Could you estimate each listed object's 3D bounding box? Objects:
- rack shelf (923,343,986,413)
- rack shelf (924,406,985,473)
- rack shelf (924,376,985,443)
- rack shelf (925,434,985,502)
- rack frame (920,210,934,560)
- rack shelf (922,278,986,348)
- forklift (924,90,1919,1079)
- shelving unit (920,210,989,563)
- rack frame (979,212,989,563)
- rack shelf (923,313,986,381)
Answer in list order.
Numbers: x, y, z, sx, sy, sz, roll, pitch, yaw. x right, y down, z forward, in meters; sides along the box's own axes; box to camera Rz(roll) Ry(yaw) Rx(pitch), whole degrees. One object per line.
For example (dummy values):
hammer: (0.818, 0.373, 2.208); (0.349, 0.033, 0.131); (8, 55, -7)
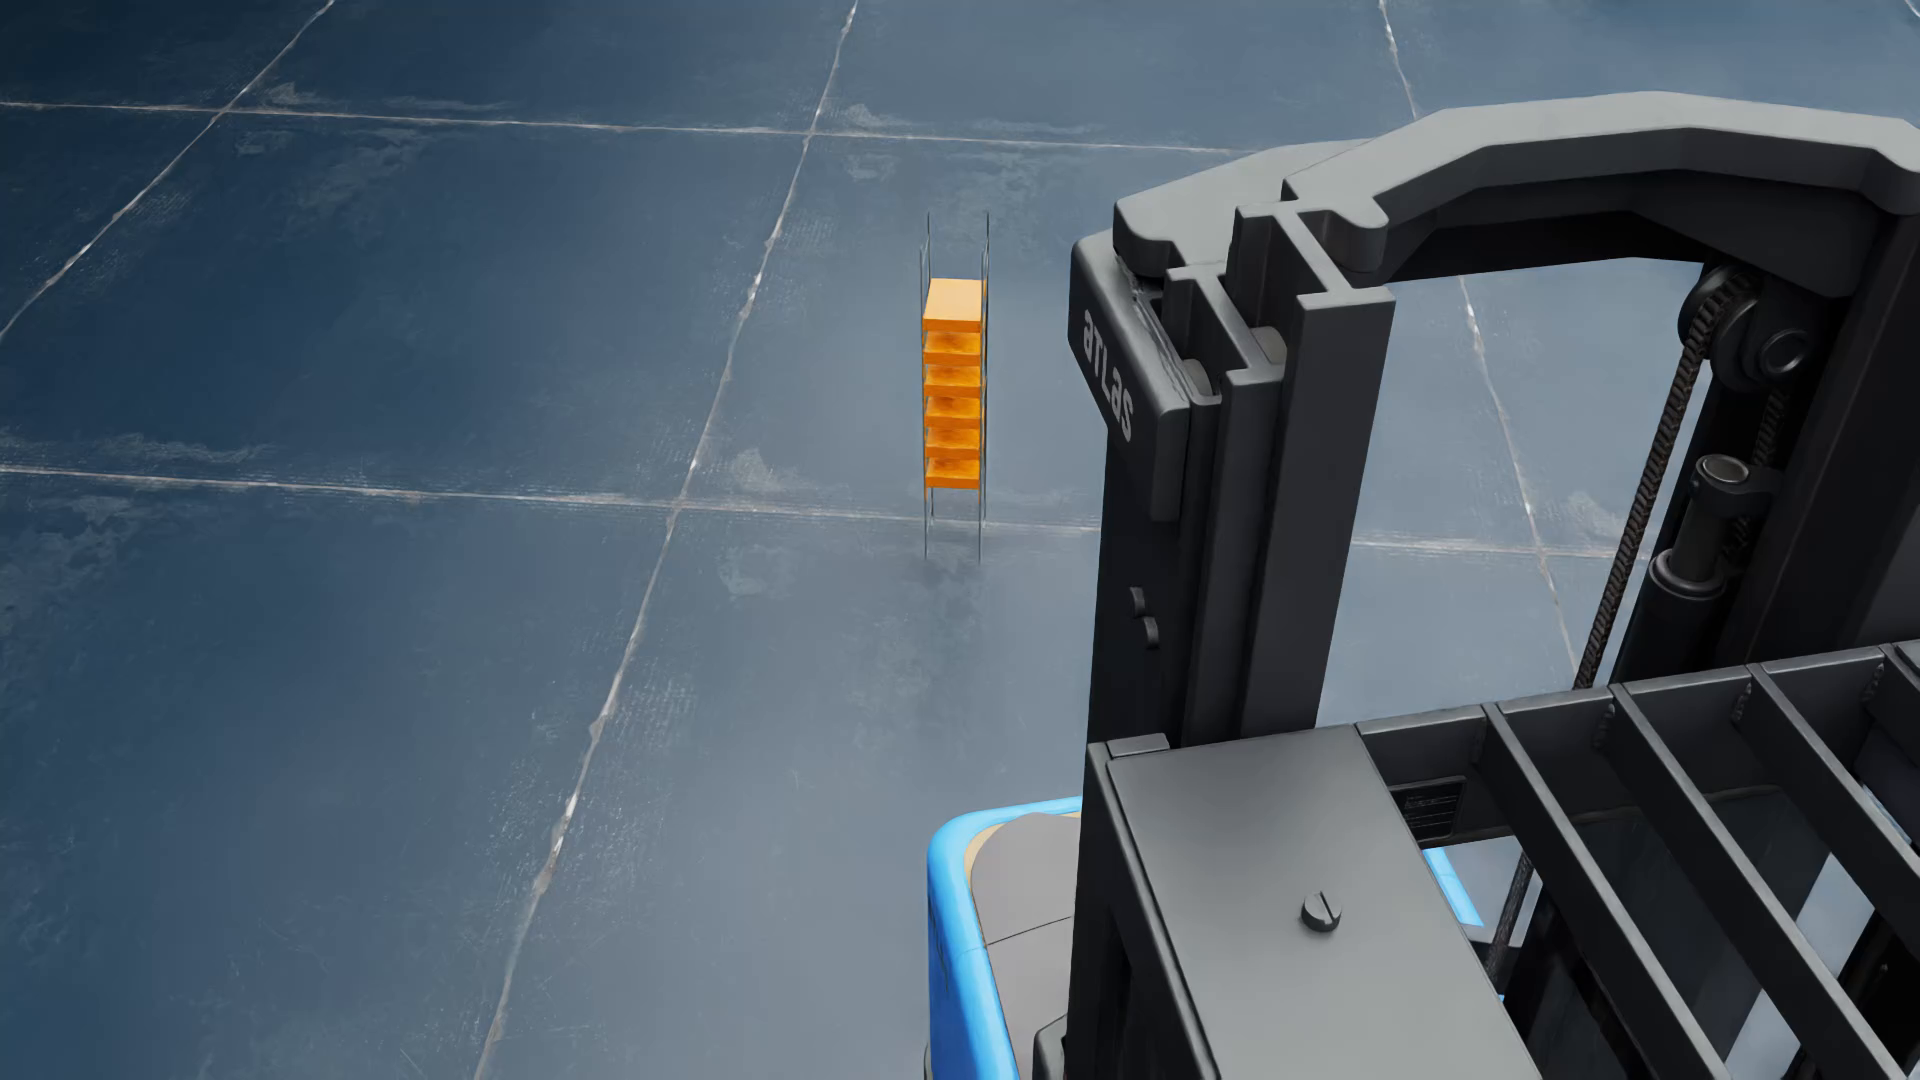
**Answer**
rack shelf: (-0.014, -0.525, 5.324); (0.180, 0.103, 0.258); (3, 39, 4)
rack shelf: (-0.014, -0.339, 5.476); (0.180, 0.103, 0.258); (3, 39, 4)
rack shelf: (-0.014, -0.432, 5.400); (0.180, 0.103, 0.258); (3, 39, 4)
rack shelf: (-0.014, -0.246, 5.552); (0.180, 0.103, 0.258); (3, 39, 4)
rack frame: (-0.106, -0.471, 5.378); (0.006, 1.200, 0.240); (3, 39, 4)
rack shelf: (-0.014, -0.711, 5.173); (0.180, 0.103, 0.258); (3, 39, 4)
forklift: (0.709, 1.111, 2.063); (1.130, 2.935, 3.031); (-7, 40, -9)
shelving unit: (-0.014, -0.466, 5.372); (0.189, 1.200, 0.258); (3, 39, 4)
rack frame: (0.077, -0.461, 5.366); (0.006, 1.200, 0.240); (3, 39, 4)
rack shelf: (-0.014, -0.618, 5.249); (0.180, 0.103, 0.258); (3, 39, 4)
